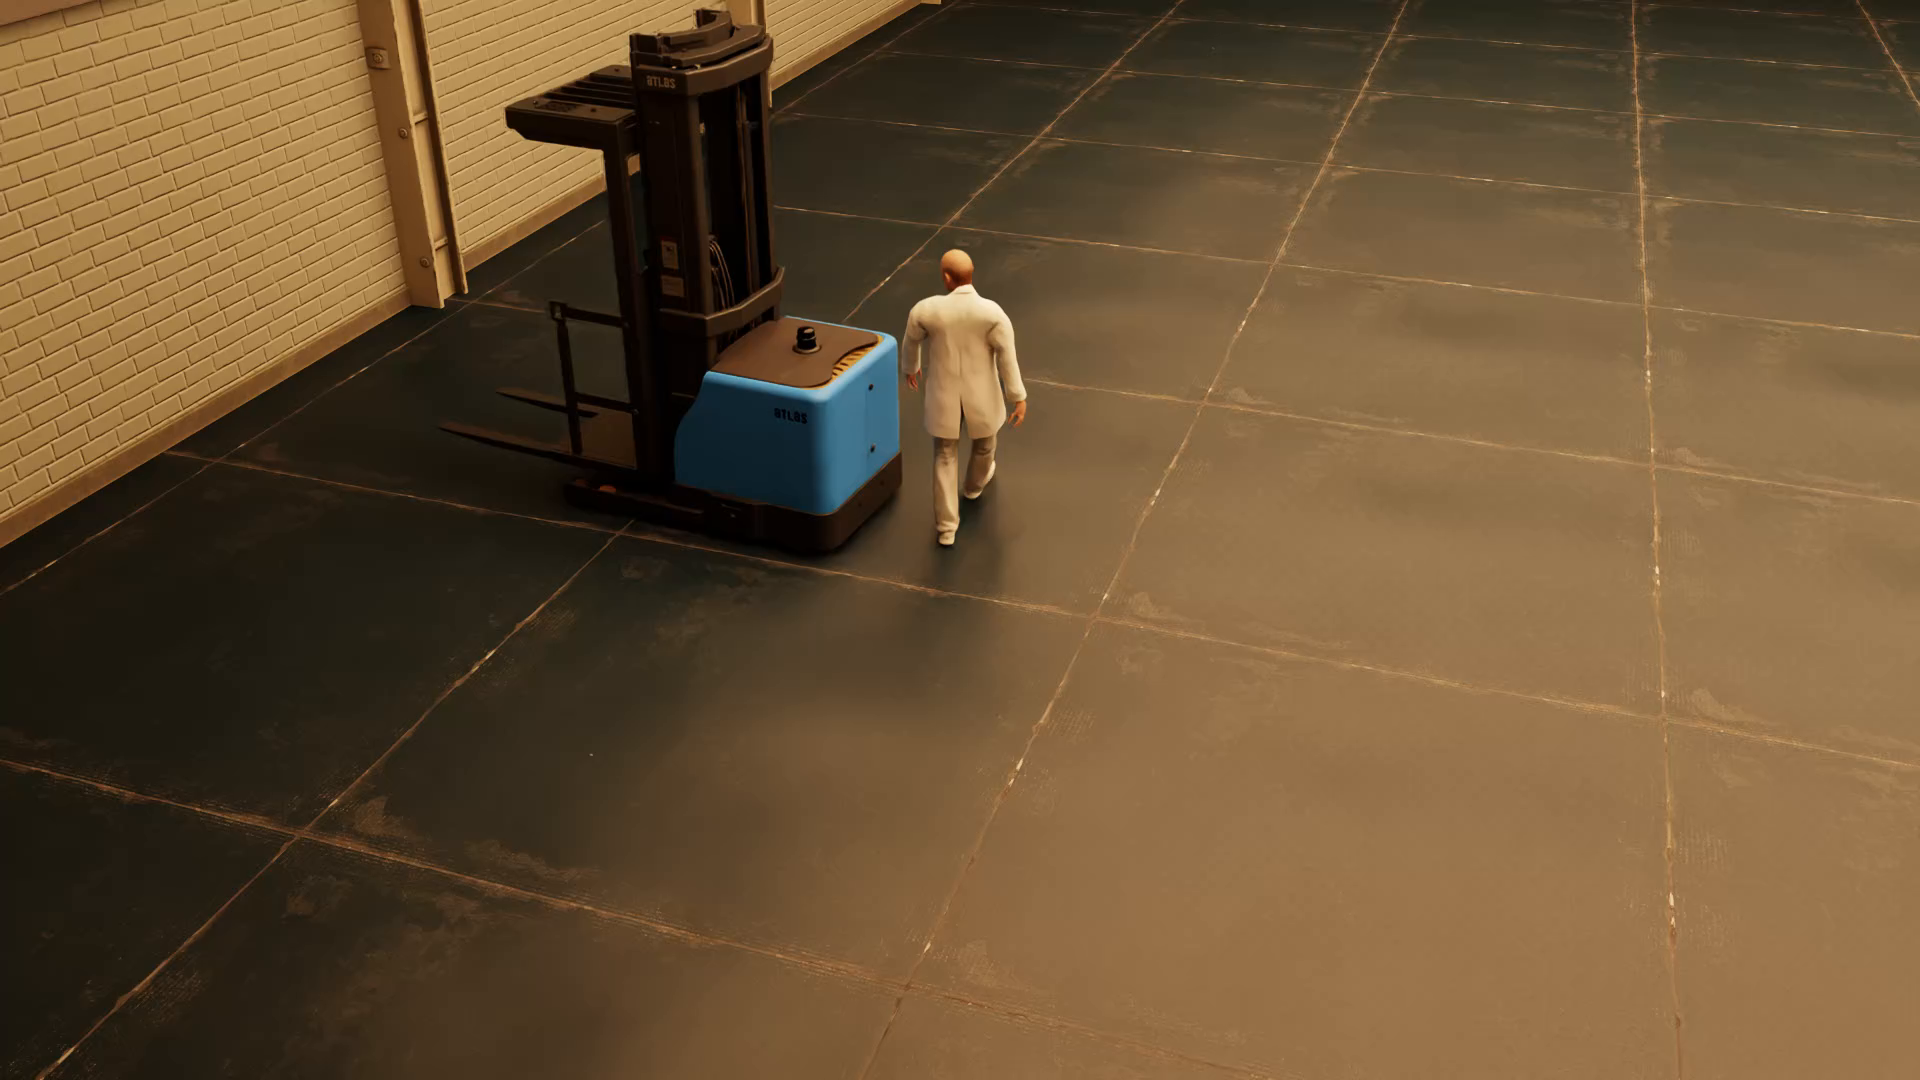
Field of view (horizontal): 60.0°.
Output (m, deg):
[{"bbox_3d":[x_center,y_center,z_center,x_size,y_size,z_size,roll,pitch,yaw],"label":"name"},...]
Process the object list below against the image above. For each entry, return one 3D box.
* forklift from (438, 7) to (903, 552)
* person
[{"bbox_3d":[-1.928,-1.675,10.074,3.031,2.935,1.130,12,32,21],"label":"forklift"},{"bbox_3d":[0.023,-0.932,9.978,0.779,1.744,0.917,3,30,5],"label":"person"}]
